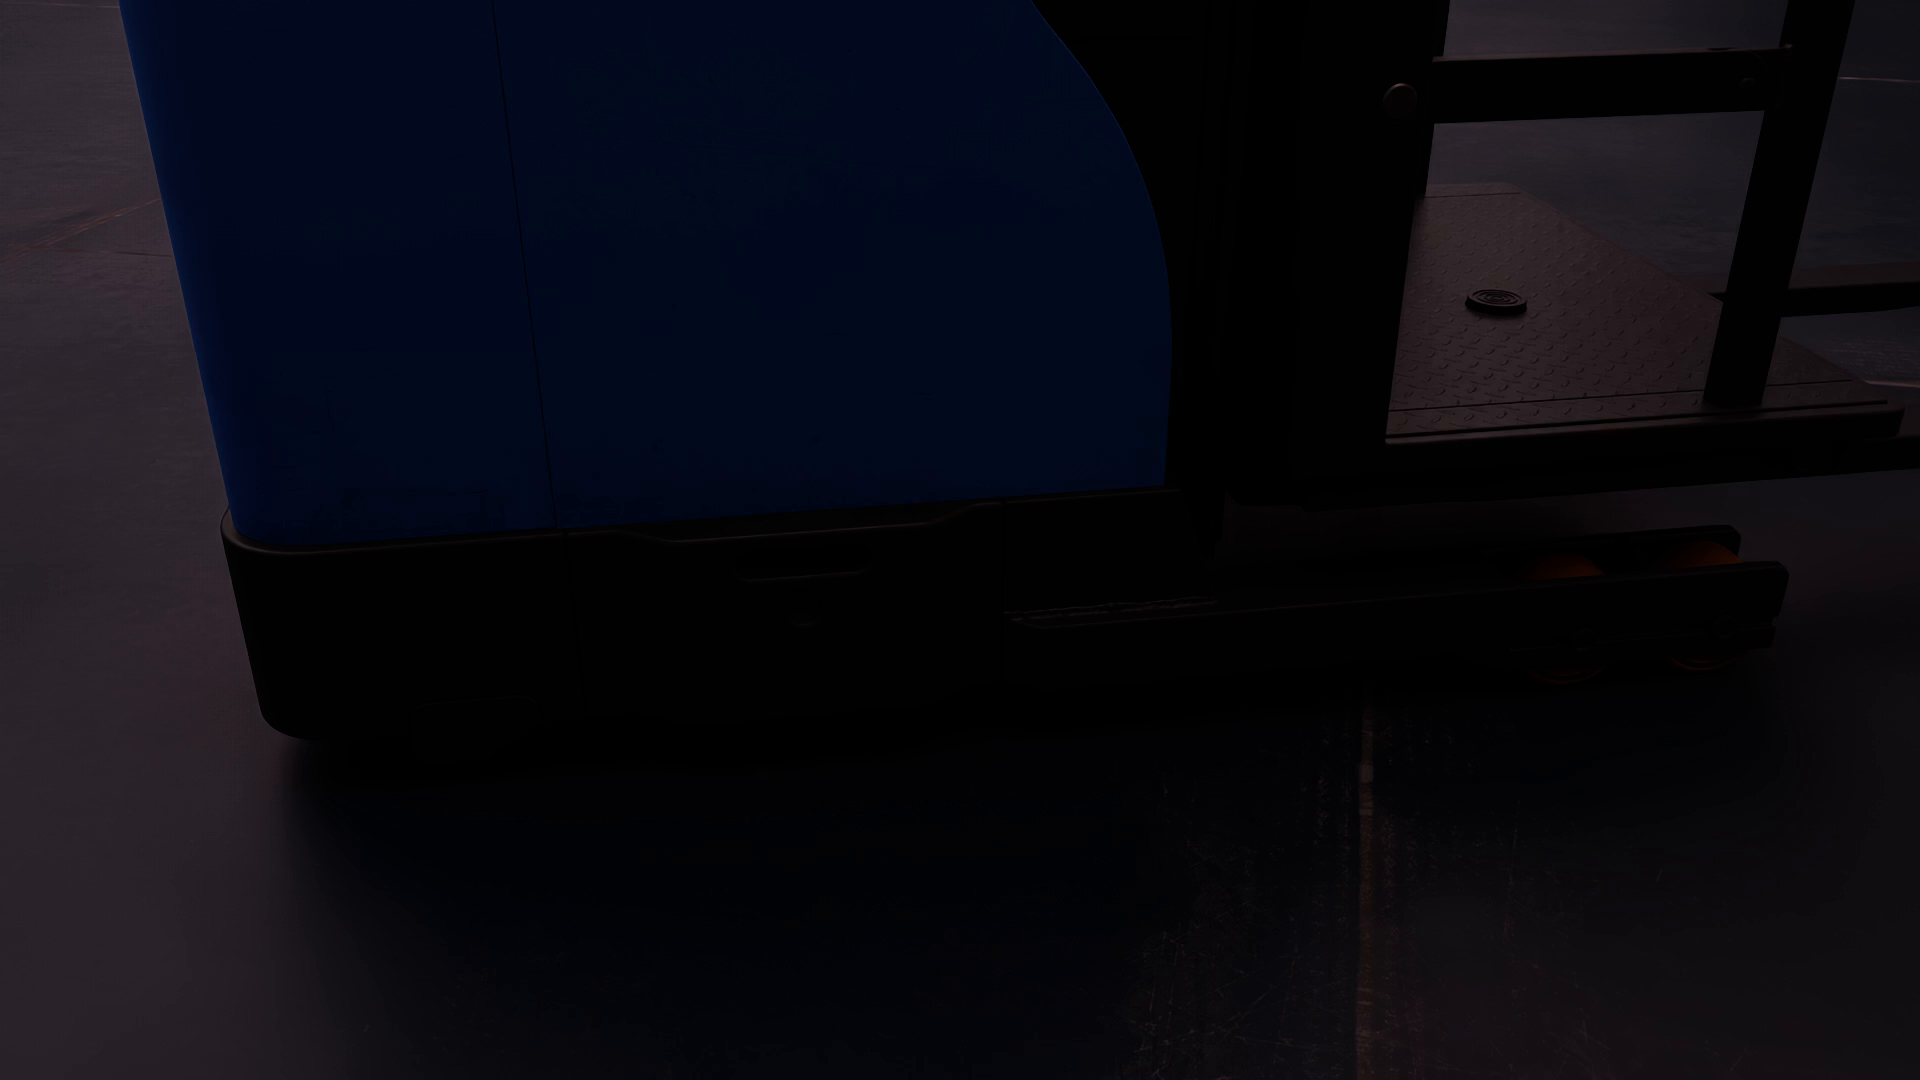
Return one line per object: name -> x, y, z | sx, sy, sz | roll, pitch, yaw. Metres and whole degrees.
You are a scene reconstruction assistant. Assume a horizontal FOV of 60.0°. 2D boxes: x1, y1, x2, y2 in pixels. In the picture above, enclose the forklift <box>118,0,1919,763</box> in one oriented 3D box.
forklift -> 0.600, -1.354, 1.930 | 3.031, 2.935, 1.130 | -4, 27, -9
